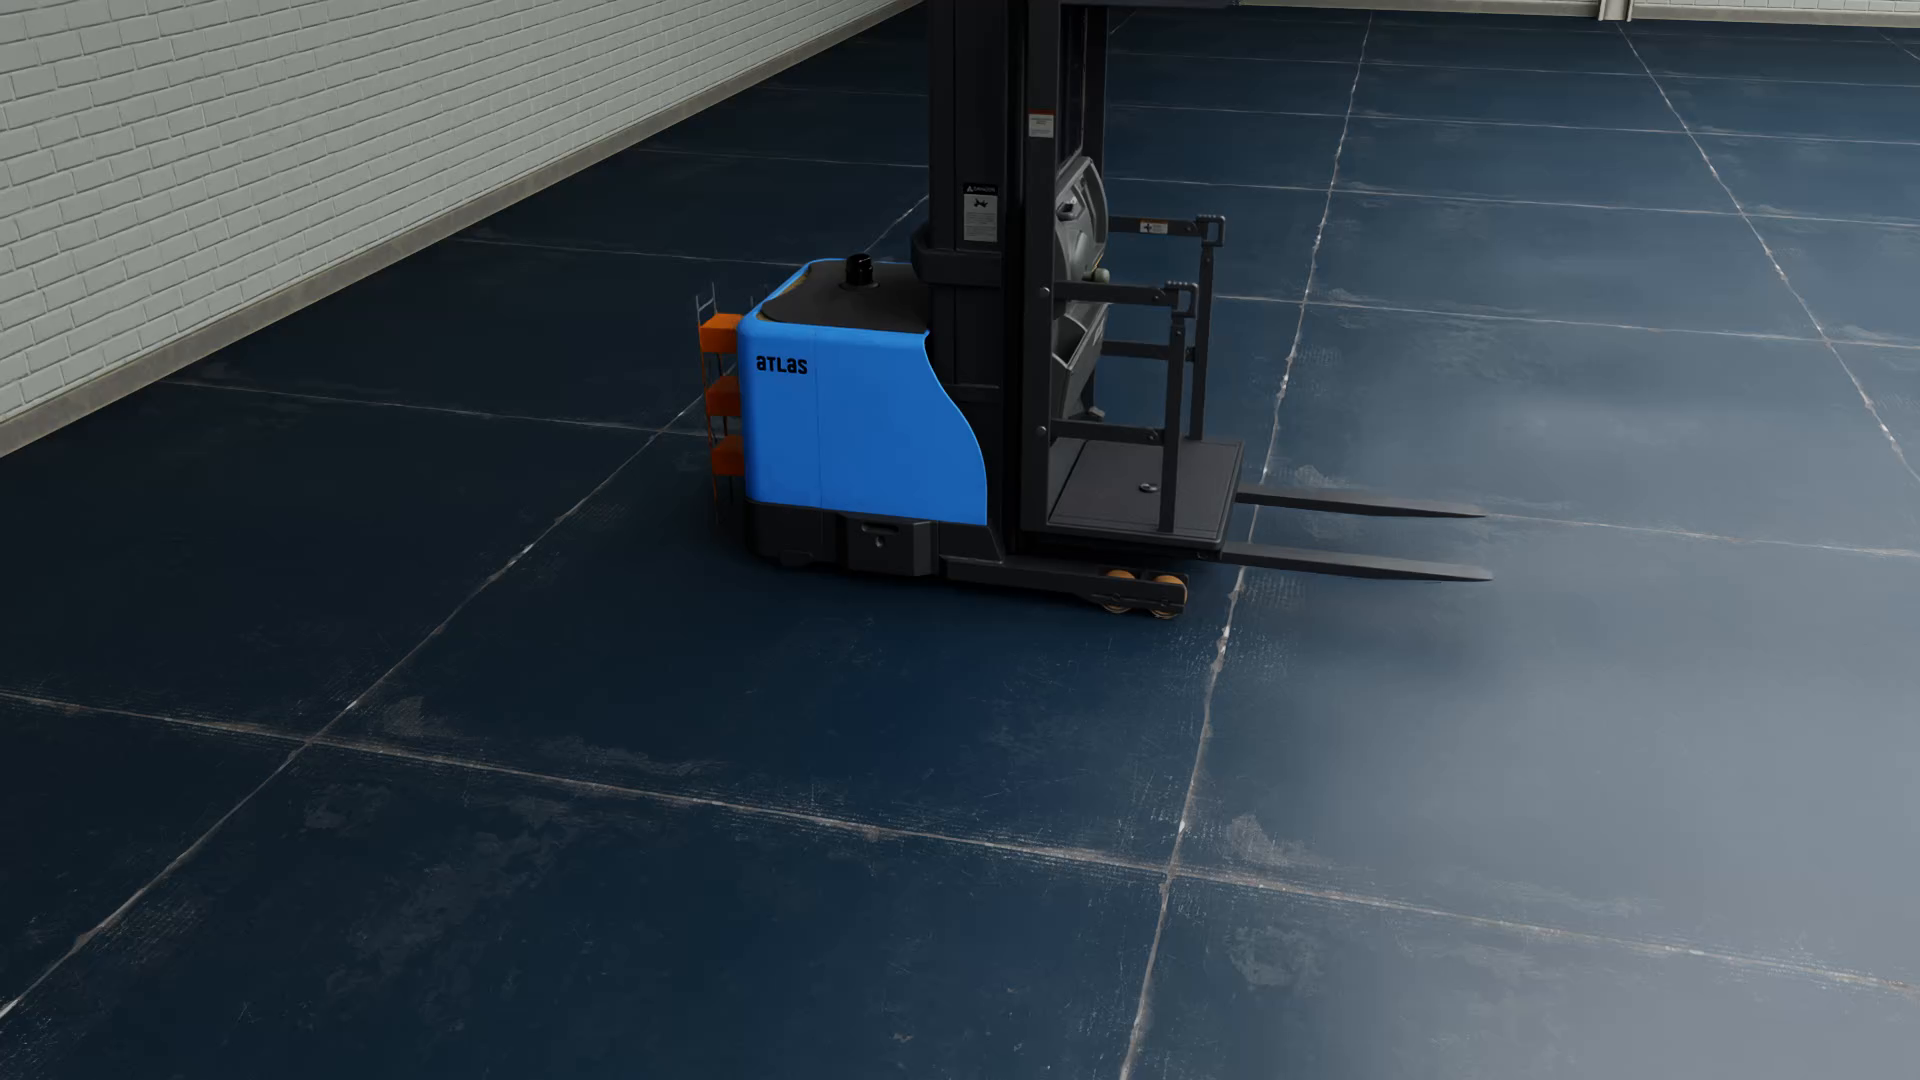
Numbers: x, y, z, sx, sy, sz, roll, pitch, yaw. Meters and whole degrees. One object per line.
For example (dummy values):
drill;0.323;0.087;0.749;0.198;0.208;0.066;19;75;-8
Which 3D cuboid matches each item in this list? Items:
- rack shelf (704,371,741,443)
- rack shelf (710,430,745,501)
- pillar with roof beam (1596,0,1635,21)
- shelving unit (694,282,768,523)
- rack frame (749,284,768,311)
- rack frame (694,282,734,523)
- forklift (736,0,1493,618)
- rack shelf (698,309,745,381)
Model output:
rack shelf;-0.952;-0.573;7.249;0.240;0.259;0.215;5;26;13
rack shelf;-0.945;-0.321;7.367;0.240;0.259;0.215;5;26;13
pillar with roof beam;7.261;-8.916;15.508;0.400;9.000;9.100;6;26;13
shelving unit;-0.953;-0.583;7.244;0.252;1.050;0.215;5;26;13
rack frame;-0.834;-0.573;7.216;0.008;1.050;0.200;5;26;13
rack frame;-1.071;-0.592;7.272;0.008;1.050;0.200;5;26;13
forklift;0.667;-1.266;6.499;3.031;2.935;1.130;6;26;13
rack shelf;-0.960;-0.830;7.129;0.240;0.259;0.215;5;26;13
